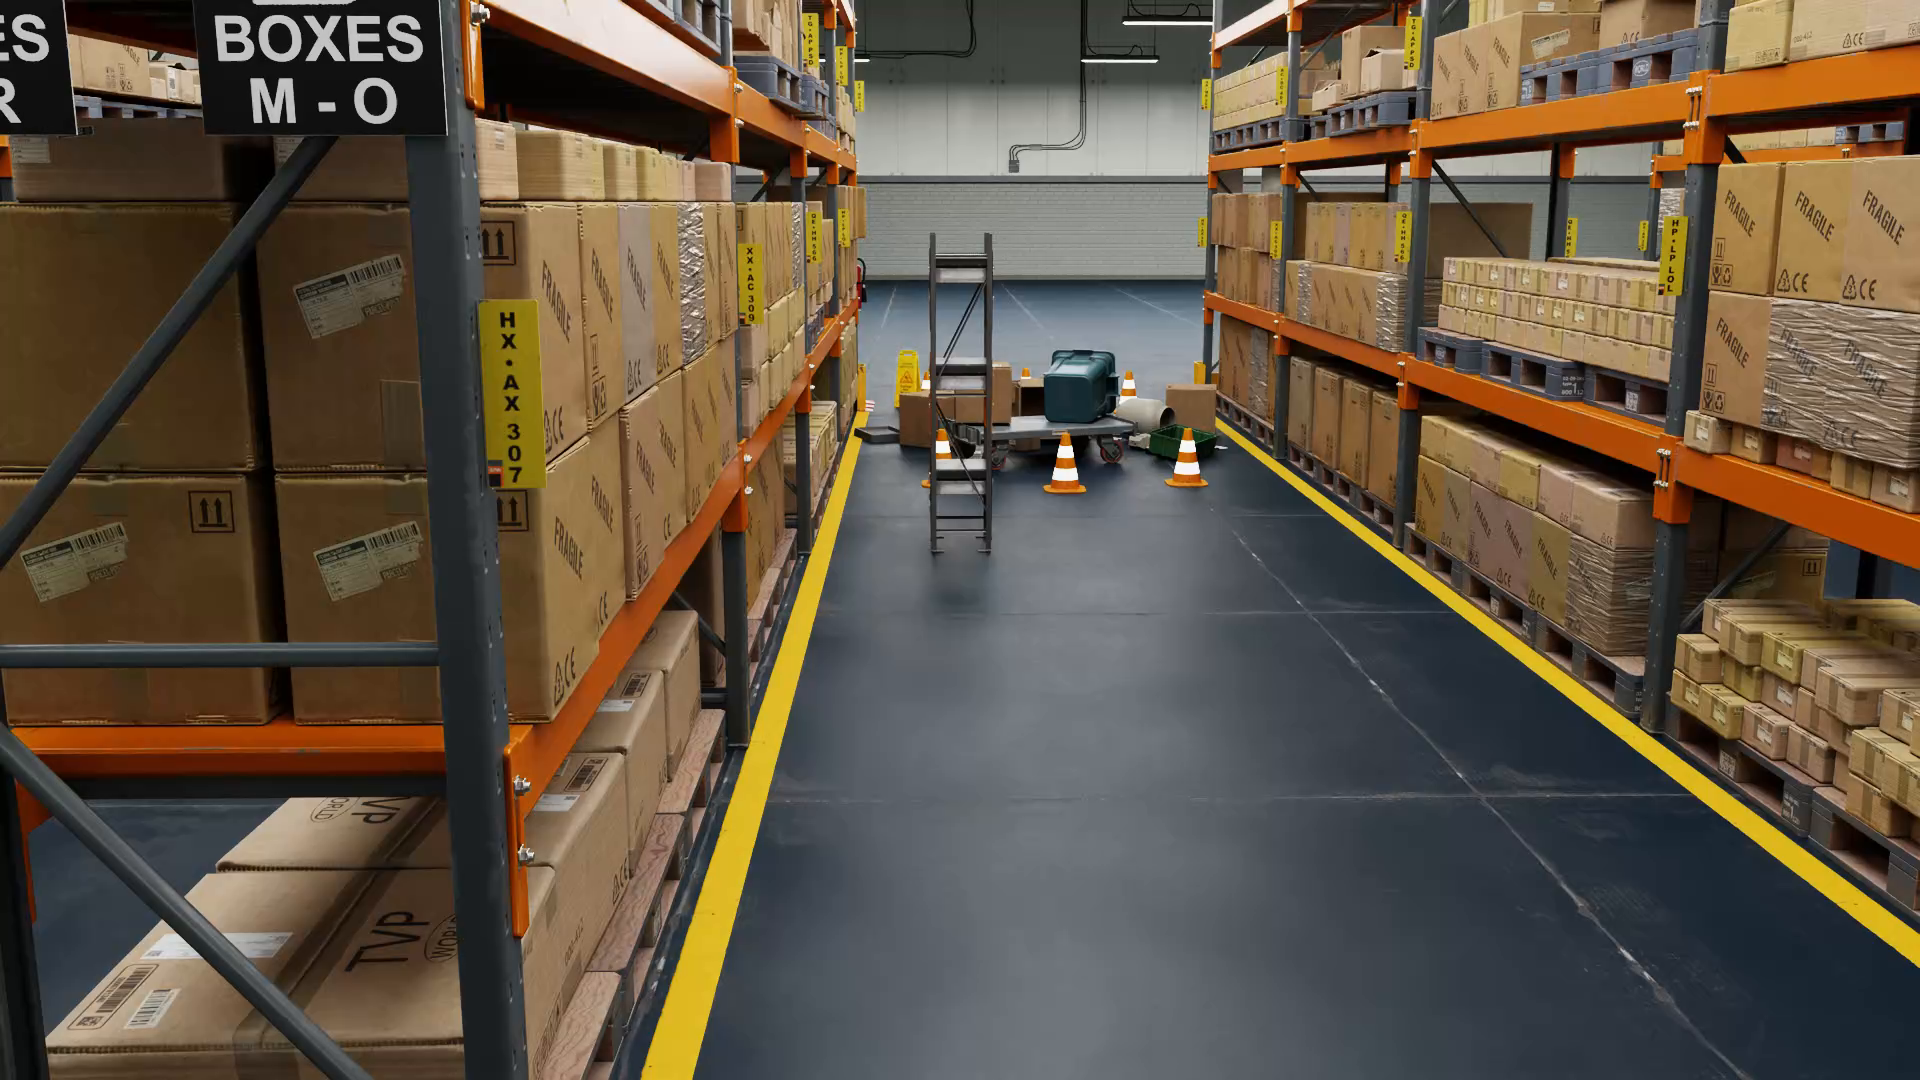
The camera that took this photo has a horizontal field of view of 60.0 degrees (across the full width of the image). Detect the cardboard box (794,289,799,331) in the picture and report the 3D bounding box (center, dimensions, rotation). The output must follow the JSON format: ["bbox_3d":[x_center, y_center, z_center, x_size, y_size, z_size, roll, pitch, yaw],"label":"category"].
[{"bbox_3d":[-1.215,-1.352,9.798,0.500,0.250,0.500,-1,11,-3],"label":"cardboard box"}]

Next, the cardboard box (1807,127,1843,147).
[{"bbox_3d":[8.061,-3.699,15.082,0.500,0.250,0.500,0,11,1],"label":"cardboard box"}]

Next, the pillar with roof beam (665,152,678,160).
[{"bbox_3d":[-3.824,-11.726,46.723,9.100,9.000,0.548,0,11,-1],"label":"pillar with roof beam"}]

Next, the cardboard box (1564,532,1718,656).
[{"bbox_3d":[3.269,0.250,8.011,0.500,0.500,0.500,0,11,-2],"label":"cardboard box"}]

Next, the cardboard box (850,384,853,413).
[{"bbox_3d":[-1.354,-1.459,17.067,0.500,0.250,0.500,-1,11,-3],"label":"cardboard box"}]

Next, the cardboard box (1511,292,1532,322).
[{"bbox_3d":[3.291,-1.293,9.218,0.380,0.149,0.250,0,11,-2],"label":"cardboard box"}]

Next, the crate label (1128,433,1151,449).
[{"bbox_3d":[1.755,-0.936,15.830,0.298,0.136,0.250,-10,15,-40],"label":"crate label"}]

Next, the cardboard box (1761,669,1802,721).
[{"bbox_3d":[3.359,0.594,6.450,0.380,0.149,0.250,0,11,-1],"label":"cardboard box"}]

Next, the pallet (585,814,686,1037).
[{"bbox_3d":[-1.445,1.179,5.217,1.003,0.211,1.213,0,11,-1],"label":"pallet"}]

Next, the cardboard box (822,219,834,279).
[{"bbox_3d":[-1.337,-2.482,14.194,0.500,0.500,0.500,0,11,-2],"label":"cardboard box"}]

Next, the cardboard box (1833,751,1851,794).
[{"bbox_3d":[3.381,0.848,5.949,0.380,0.149,0.250,-1,11,-4],"label":"cardboard box"}]

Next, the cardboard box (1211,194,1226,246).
[{"bbox_3d":[3.257,-3.537,18.355,0.875,0.550,0.550,0,11,-1],"label":"cardboard box"}]

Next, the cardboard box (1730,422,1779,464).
[{"bbox_3d":[3.294,-0.391,6.573,0.380,0.149,0.250,0,11,1],"label":"cardboard box"}]

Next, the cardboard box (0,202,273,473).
[{"bbox_3d":[-1.576,-0.421,3.324,0.500,0.500,0.500,0,11,1],"label":"cardboard box"}]

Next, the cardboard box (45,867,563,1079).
[{"bbox_3d":[-1.442,1.132,3.823,0.875,0.438,0.875,-1,11,-3],"label":"cardboard box"}]

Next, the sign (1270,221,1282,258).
[{"bbox_3d":[2.816,-2.673,14.816,0.100,0.325,0.005,0,11,-1],"label":"sign"}]

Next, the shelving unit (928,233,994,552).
[{"bbox_3d":[0.003,-0.996,11.188,0.431,2.100,0.503,0,11,-1],"label":"shelving unit"}]

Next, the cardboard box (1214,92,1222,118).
[{"bbox_3d":[3.041,-4.708,17.999,0.500,0.250,0.500,0,11,-1],"label":"cardboard box"}]

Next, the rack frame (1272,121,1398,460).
[{"bbox_3d":[3.371,-2.213,14.923,1.000,3.000,0.127,0,11,-1],"label":"rack frame"}]

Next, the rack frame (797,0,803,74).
[{"bbox_3d":[-1.494,-4.317,10.208,1.000,3.000,0.127,0,11,-1],"label":"rack frame"}]

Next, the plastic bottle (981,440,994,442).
[{"bbox_3d":[0.272,-0.997,16.318,0.133,0.061,0.283,2,12,9],"label":"plastic bottle"}]

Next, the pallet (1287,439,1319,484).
[{"bbox_3d":[3.462,-0.693,14.445,1.003,0.211,1.213,0,11,-1],"label":"pallet"}]

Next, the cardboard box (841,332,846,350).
[{"bbox_3d":[-1.261,-1.860,15.523,0.380,0.149,0.250,0,11,0],"label":"cardboard box"}]

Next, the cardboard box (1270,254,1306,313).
[{"bbox_3d":[3.351,-2.360,15.269,0.875,0.550,0.550,0,11,-1],"label":"cardboard box"}]

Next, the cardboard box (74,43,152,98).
[{"bbox_3d":[-6.249,-3.477,12.052,0.500,0.500,0.500,0,11,0],"label":"cardboard box"}]

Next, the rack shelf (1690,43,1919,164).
[{"bbox_3d":[3.577,-1.343,4.898,1.077,0.370,4.000,0,11,-1],"label":"rack shelf"}]

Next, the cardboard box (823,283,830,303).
[{"bbox_3d":[-1.252,-2.000,13.448,0.380,0.149,0.250,0,11,-1],"label":"cardboard box"}]

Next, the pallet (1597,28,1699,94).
[{"bbox_3d":[3.630,-2.124,7.412,1.213,0.211,1.003,0,11,-1],"label":"pallet"}]

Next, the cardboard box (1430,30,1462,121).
[{"bbox_3d":[3.199,-2.822,10.130,0.500,0.500,0.500,0,11,-1],"label":"cardboard box"}]

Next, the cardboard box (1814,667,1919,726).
[{"bbox_3d":[3.289,0.554,5.901,0.380,0.149,0.250,0,11,0],"label":"cardboard box"}]

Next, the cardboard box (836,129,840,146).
[{"bbox_3d":[-1.284,-3.635,15.018,0.380,0.149,0.250,0,11,-1],"label":"cardboard box"}]

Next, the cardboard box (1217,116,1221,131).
[{"bbox_3d":[2.981,-4.490,17.925,0.380,0.149,0.250,0,11,-1],"label":"cardboard box"}]

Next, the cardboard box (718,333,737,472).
[{"bbox_3d":[-1.146,-0.540,6.426,0.500,0.500,0.500,0,11,-1],"label":"cardboard box"}]

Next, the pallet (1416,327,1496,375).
[{"bbox_3d":[3.575,-1.183,10.326,1.213,0.211,1.003,0,11,-1],"label":"pallet"}]

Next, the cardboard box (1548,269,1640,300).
[{"bbox_3d":[3.306,-1.335,8.675,0.380,0.149,0.250,-1,11,-4],"label":"cardboard box"}]

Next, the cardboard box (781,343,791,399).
[{"bbox_3d":[-1.164,-0.902,8.836,0.500,0.250,0.500,0,11,-2],"label":"cardboard box"}]

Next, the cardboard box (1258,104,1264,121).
[{"bbox_3d":[3.026,-4.038,15.699,0.380,0.149,0.250,0,11,-1],"label":"cardboard box"}]

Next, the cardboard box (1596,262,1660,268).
[{"bbox_3d":[3.939,-1.541,9.692,0.380,0.149,0.250,0,11,1],"label":"cardboard box"}]

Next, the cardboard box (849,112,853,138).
[{"bbox_3d":[-1.354,-4.206,16.833,0.500,0.250,0.500,0,11,0],"label":"cardboard box"}]

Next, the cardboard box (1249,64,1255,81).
[{"bbox_3d":[3.019,-4.528,16.107,0.380,0.149,0.250,0,11,-2],"label":"cardboard box"}]

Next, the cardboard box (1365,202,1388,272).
[{"bbox_3d":[3.429,-2.249,12.332,0.700,0.500,0.500,0,11,-2],"label":"cardboard box"}]

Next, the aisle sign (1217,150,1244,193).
[{"bbox_3d":[2.987,-4.295,18.647,0.394,0.787,0.004,0,11,-1],"label":"aisle sign"}]

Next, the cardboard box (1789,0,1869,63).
[{"bbox_3d":[3.301,-1.827,5.851,0.500,0.250,0.500,0,11,-2],"label":"cardboard box"}]

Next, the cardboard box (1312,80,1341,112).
[{"bbox_3d":[3.133,-3.751,13.989,0.258,0.266,0.396,0,11,-2],"label":"cardboard box"}]

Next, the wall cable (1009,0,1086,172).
[{"bbox_3d":[2.625,-14.002,49.388,2.305,6.003,0.169,0,11,-1],"label":"wall cable"}]

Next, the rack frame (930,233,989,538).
[{"bbox_3d":[-0.002,-1.045,11.427,0.400,2.100,0.015,0,11,-1],"label":"rack frame"}]

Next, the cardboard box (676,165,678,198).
[{"bbox_3d":[-1.171,-1.227,5.663,0.380,0.149,0.250,0,11,-2],"label":"cardboard box"}]

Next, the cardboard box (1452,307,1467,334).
[{"bbox_3d":[3.266,-1.357,10.281,0.380,0.149,0.250,0,11,2],"label":"cardboard box"}]

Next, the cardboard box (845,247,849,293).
[{"bbox_3d":[-1.338,-2.655,16.104,0.500,0.500,0.500,0,11,-2],"label":"cardboard box"}]

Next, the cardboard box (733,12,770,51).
[{"bbox_3d":[-1.087,-2.397,7.815,0.380,0.166,0.250,-1,12,-5],"label":"cardboard box"}]

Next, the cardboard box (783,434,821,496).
[{"bbox_3d":[-1.519,-0.554,12.300,0.950,0.372,0.625,0,11,-2],"label":"cardboard box"}]

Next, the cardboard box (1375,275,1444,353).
[{"bbox_3d":[3.175,-1.555,11.429,0.500,0.500,0.500,0,11,-1],"label":"cardboard box"}]

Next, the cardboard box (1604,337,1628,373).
[{"bbox_3d":[3.321,-0.885,7.951,0.380,0.149,0.250,0,11,-1],"label":"cardboard box"}]

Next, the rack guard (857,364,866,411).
[{"bbox_3d":[-1.657,-1.727,18.817,1.175,0.500,0.348,0,11,-1],"label":"rack guard"}]

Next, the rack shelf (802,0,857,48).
[{"bbox_3d":[-1.618,-5.156,16.158,1.077,0.370,4.000,0,11,-1],"label":"rack shelf"}]

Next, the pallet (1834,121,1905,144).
[{"bbox_3d":[8.238,-3.468,14.037,1.213,0.211,1.003,0,11,-1],"label":"pallet"}]
